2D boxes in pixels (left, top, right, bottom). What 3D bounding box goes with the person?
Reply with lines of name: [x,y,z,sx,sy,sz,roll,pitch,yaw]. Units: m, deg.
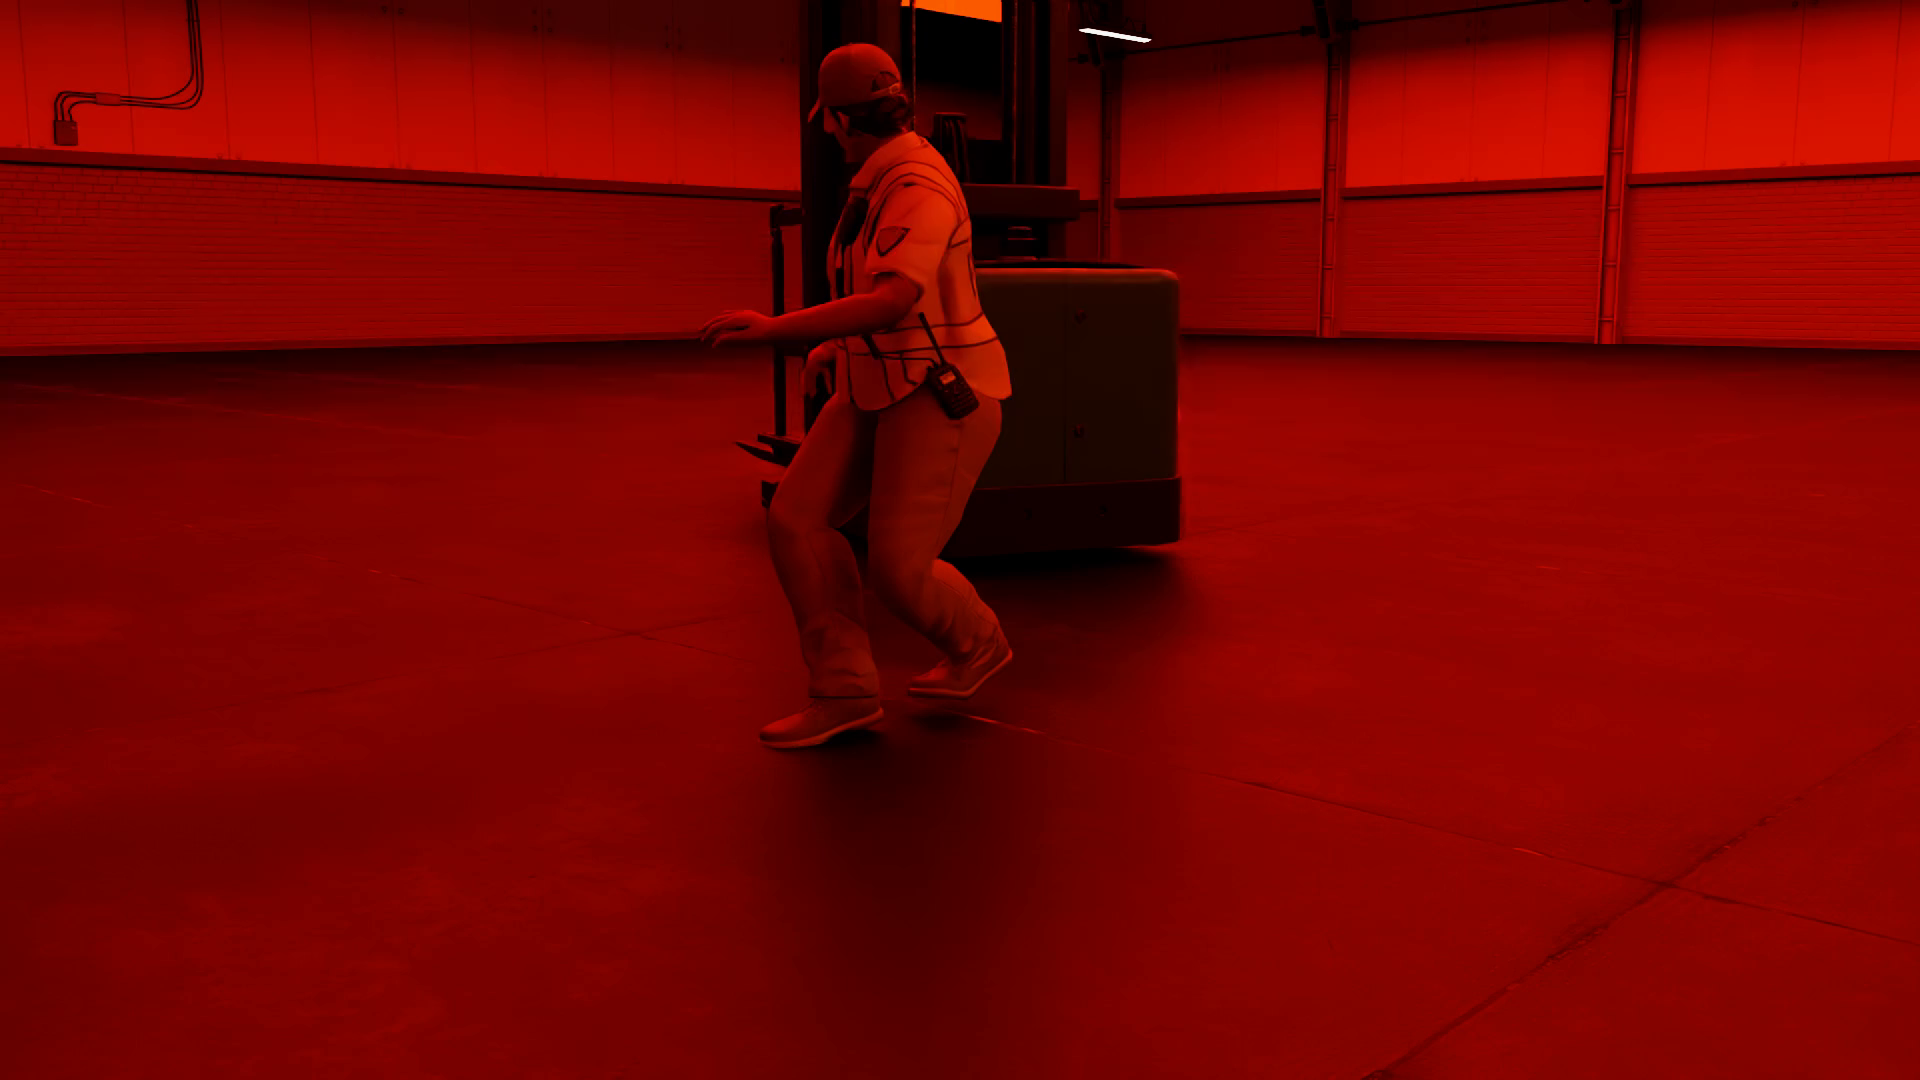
person: [-0.260,-0.327,3.794,0.811,1.537,0.817,-5,10,-29]

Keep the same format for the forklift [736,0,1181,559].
forklift: [-0.232,-1.547,7.146,1.130,2.935,3.031,-4,9,-24]
